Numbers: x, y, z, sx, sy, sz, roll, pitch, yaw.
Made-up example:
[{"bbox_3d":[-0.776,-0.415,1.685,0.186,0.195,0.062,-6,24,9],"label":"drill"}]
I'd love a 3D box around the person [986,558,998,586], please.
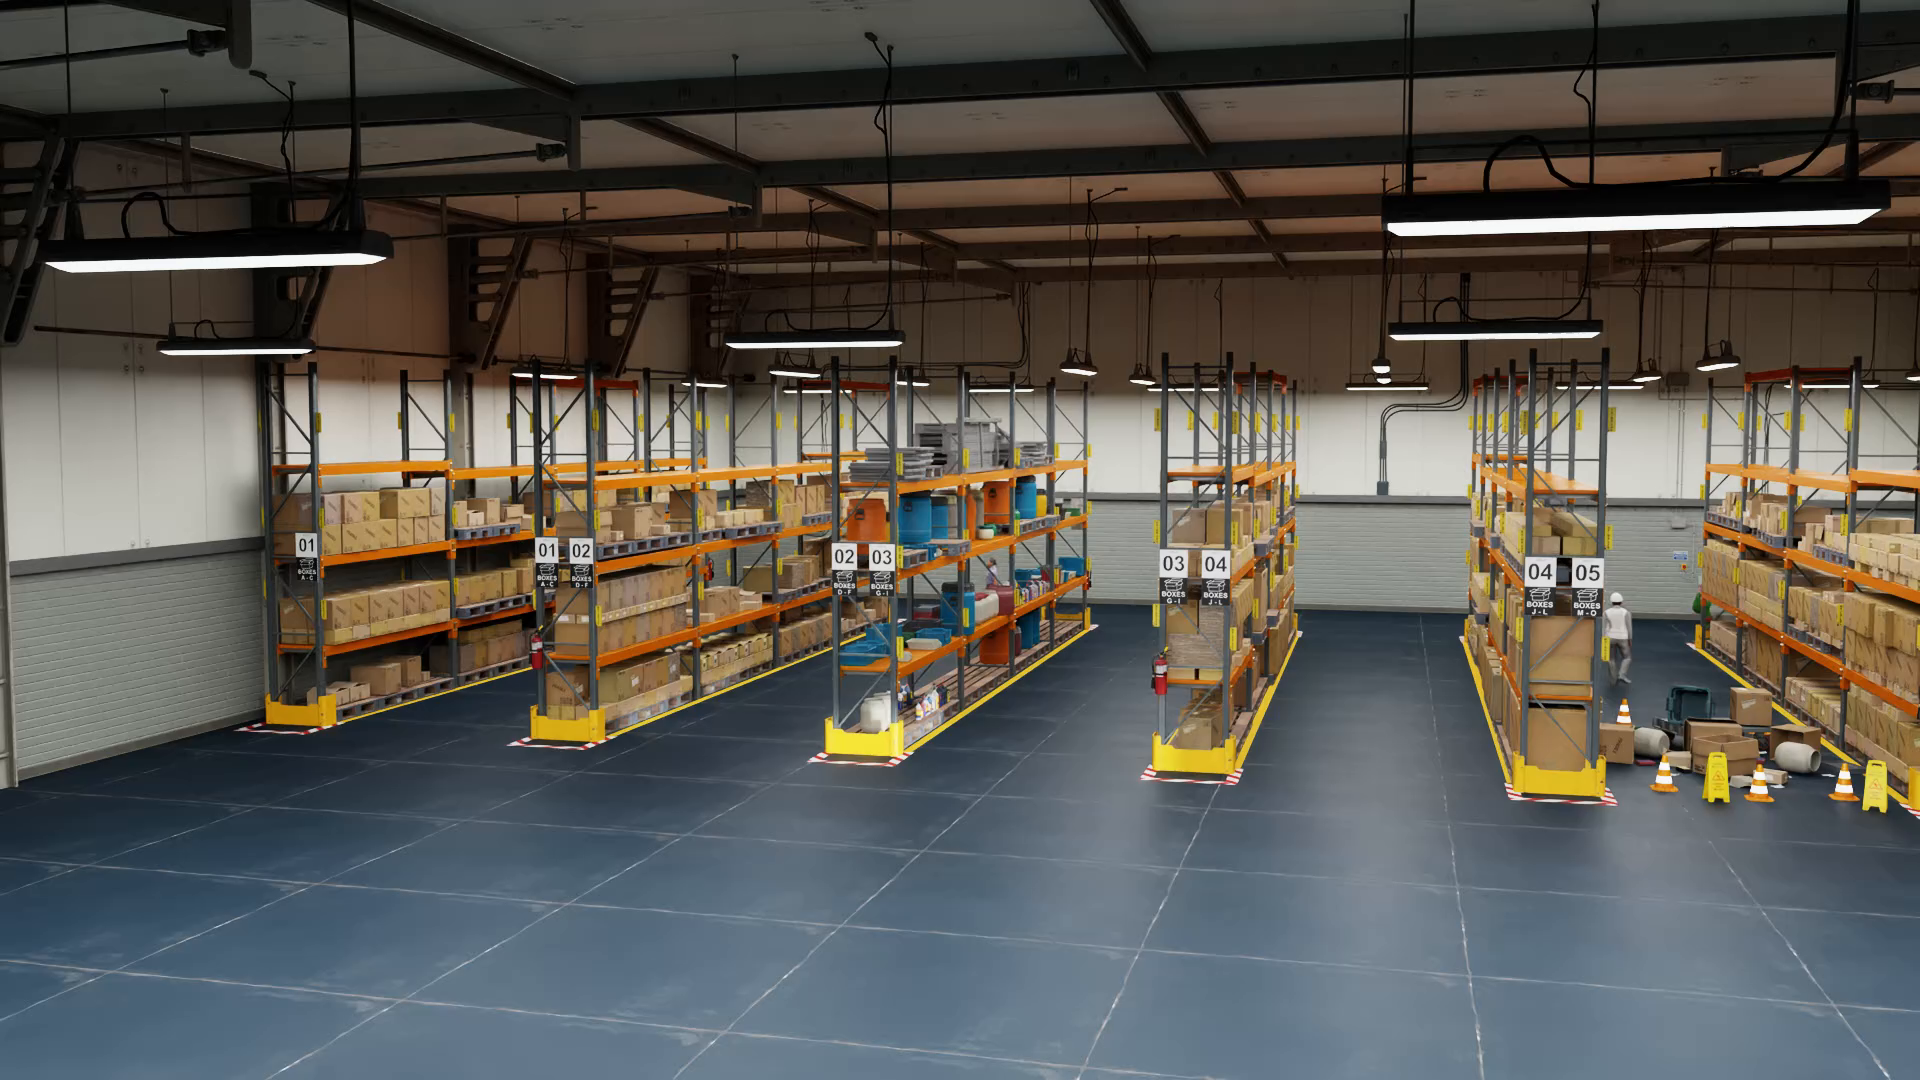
[{"bbox_3d":[0.851,1.249,42.000,1.001,1.613,0.497,0,4,1],"label":"person"}]

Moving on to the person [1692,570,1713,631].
[{"bbox_3d":[17.849,1.288,39.807,0.488,1.784,0.583,0,4,-6],"label":"person"}]

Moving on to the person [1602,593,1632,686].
[{"bbox_3d":[12.516,1.895,31.686,0.576,1.774,0.528,2,4,25],"label":"person"}]
